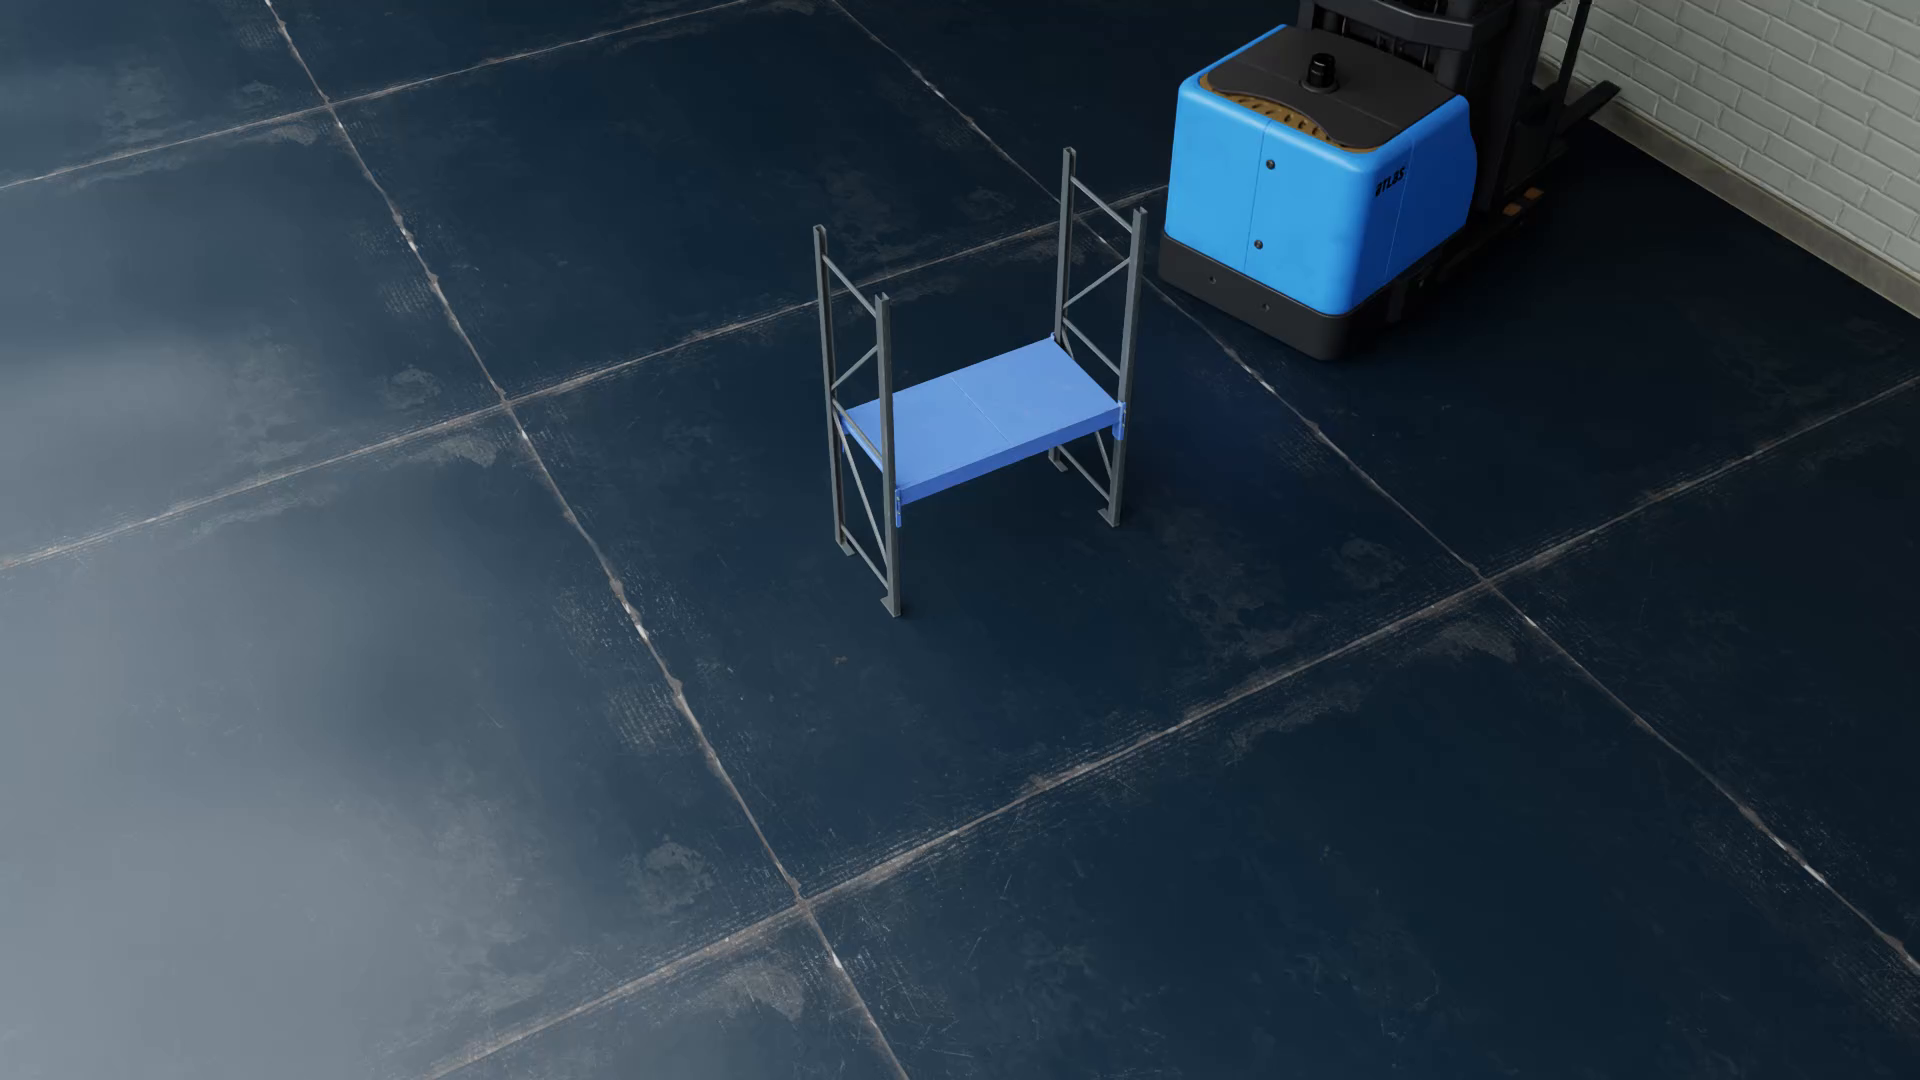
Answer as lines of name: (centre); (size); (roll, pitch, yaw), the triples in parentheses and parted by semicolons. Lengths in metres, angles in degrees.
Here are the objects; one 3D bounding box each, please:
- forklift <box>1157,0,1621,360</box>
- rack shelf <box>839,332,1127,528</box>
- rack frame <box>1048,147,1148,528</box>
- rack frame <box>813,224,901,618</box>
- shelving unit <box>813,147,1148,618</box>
forklift: (2.329, -2.790, 7.520); (1.130, 2.935, 3.031); (34, 53, 30)
rack shelf: (0.074, -0.439, 6.383); (1.000, 0.185, 0.538); (-22, 48, -21)
rack frame: (0.515, -0.744, 6.440); (0.032, 1.500, 0.500); (-22, 48, -21)
rack frame: (-0.367, -0.391, 6.076); (0.032, 1.500, 0.500); (-22, 48, -21)
shelving unit: (0.074, -0.568, 6.258); (1.048, 1.500, 0.538); (-22, 48, -21)
